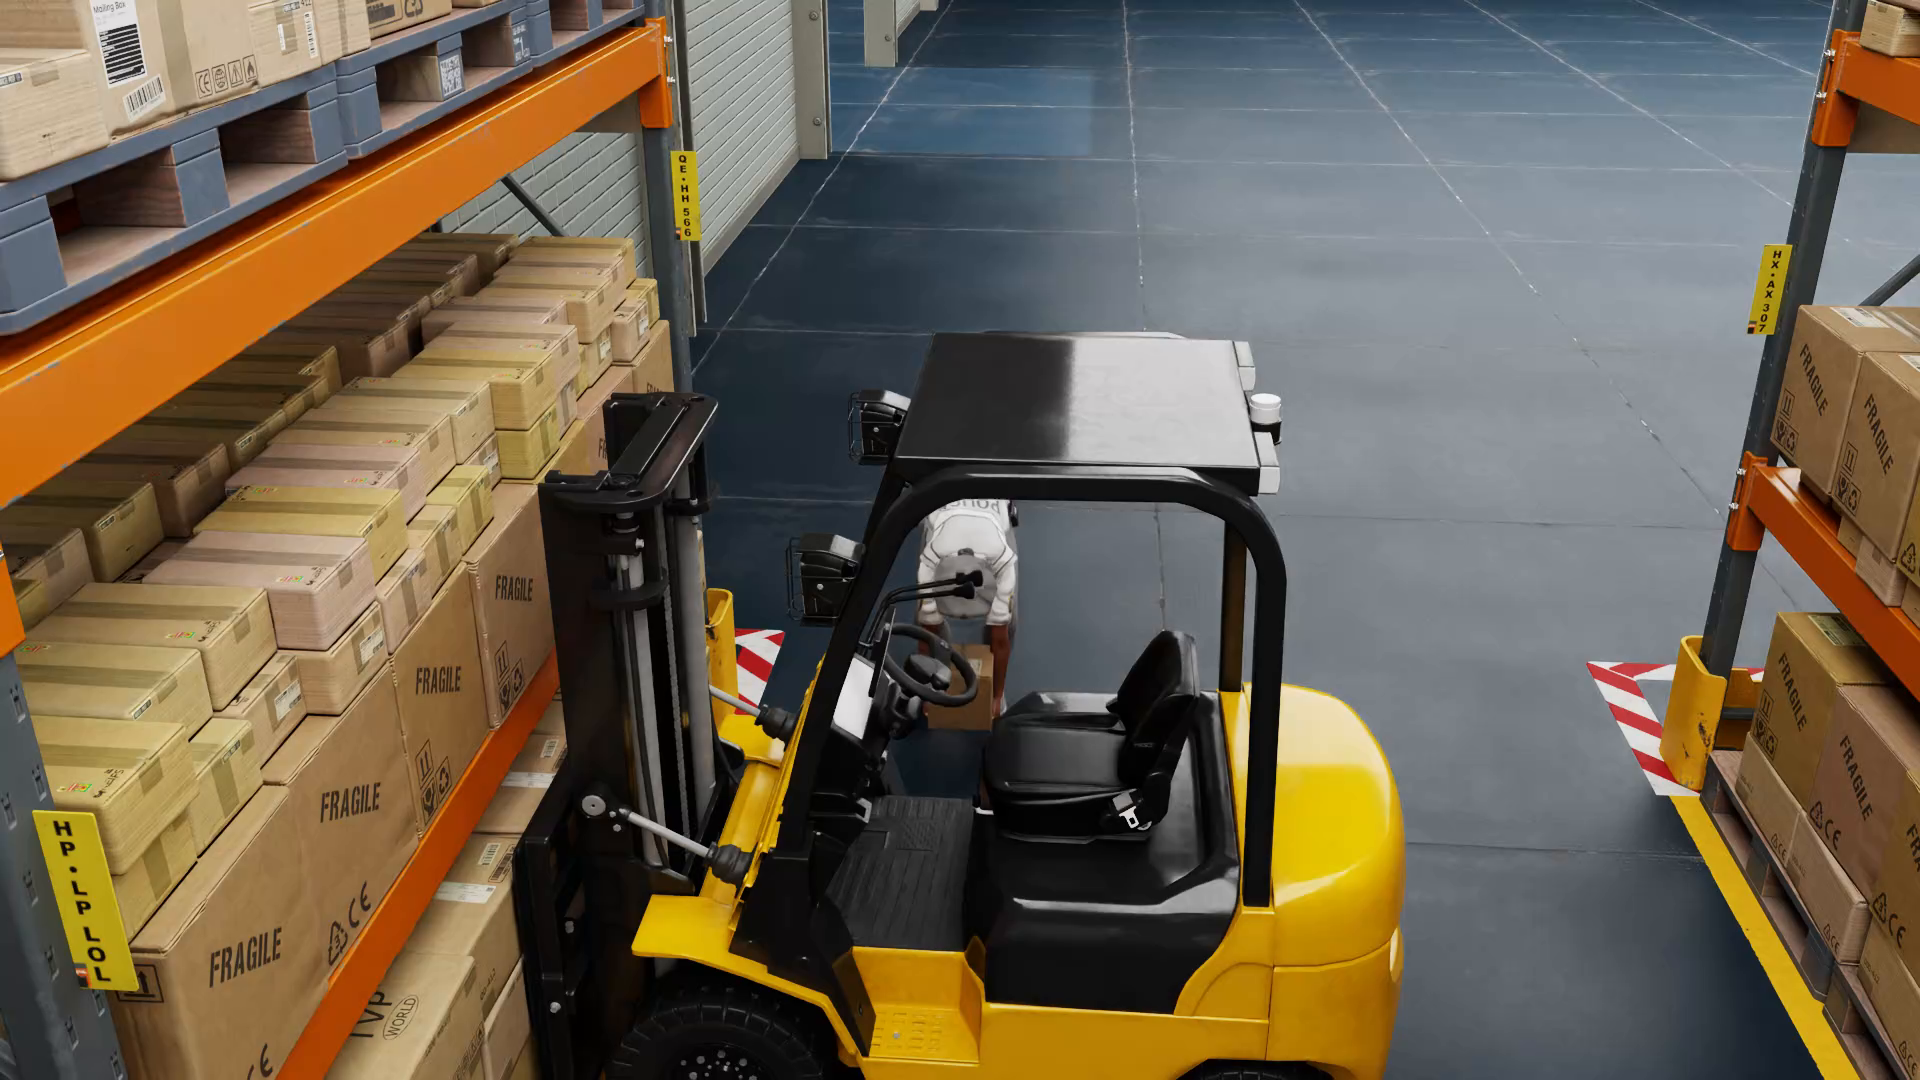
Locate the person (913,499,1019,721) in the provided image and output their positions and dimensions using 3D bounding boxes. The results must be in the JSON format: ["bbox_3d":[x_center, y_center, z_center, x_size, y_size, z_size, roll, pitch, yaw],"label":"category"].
[{"bbox_3d":[0.020,0.305,6.741,0.433,0.999,0.931,1,25,2],"label":"person"}]
